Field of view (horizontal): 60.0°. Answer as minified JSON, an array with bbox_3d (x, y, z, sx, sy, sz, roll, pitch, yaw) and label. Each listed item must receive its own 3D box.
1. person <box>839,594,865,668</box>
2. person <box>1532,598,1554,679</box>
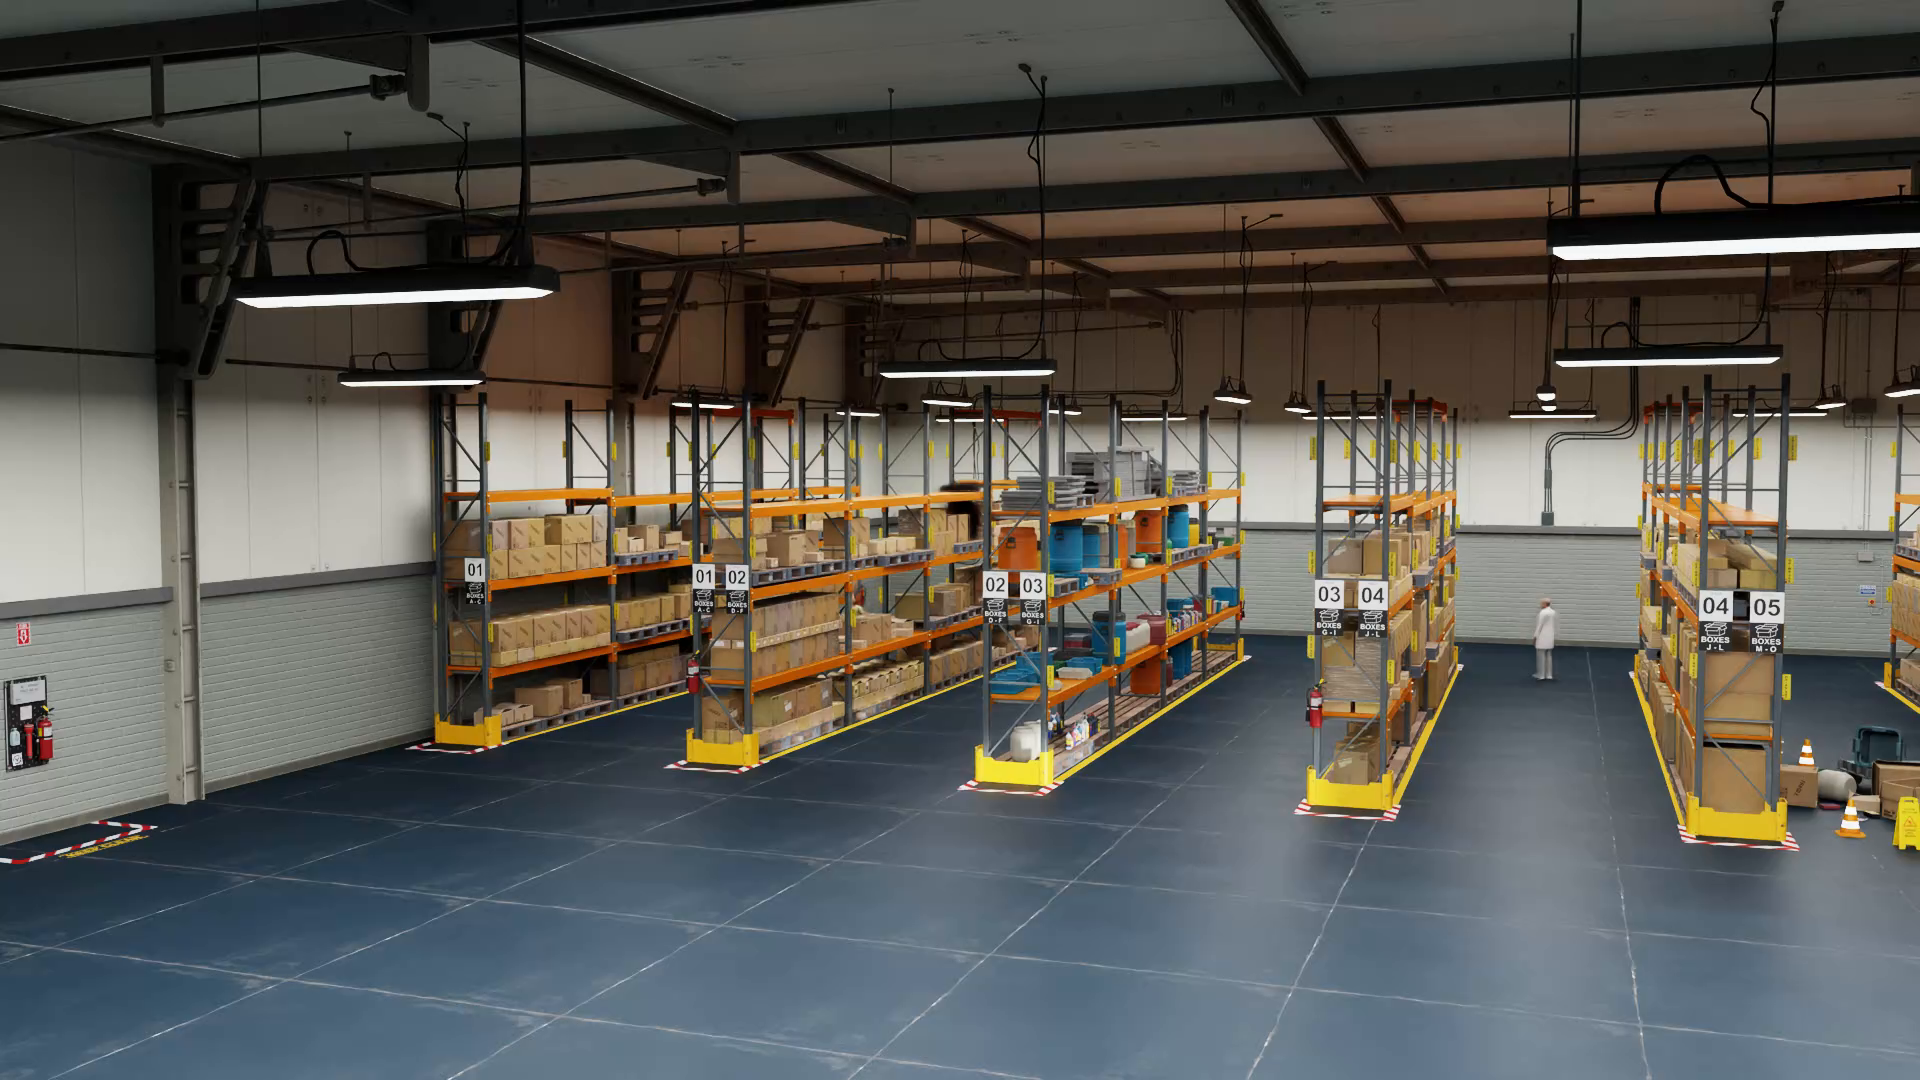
[{"bbox_3d":[-2.482,2.064,38.176,0.619,1.642,0.997,1,3,18],"label":"person"},{"bbox_3d":[12.796,2.258,36.538,0.597,1.597,0.423,-3,4,-44],"label":"person"}]
